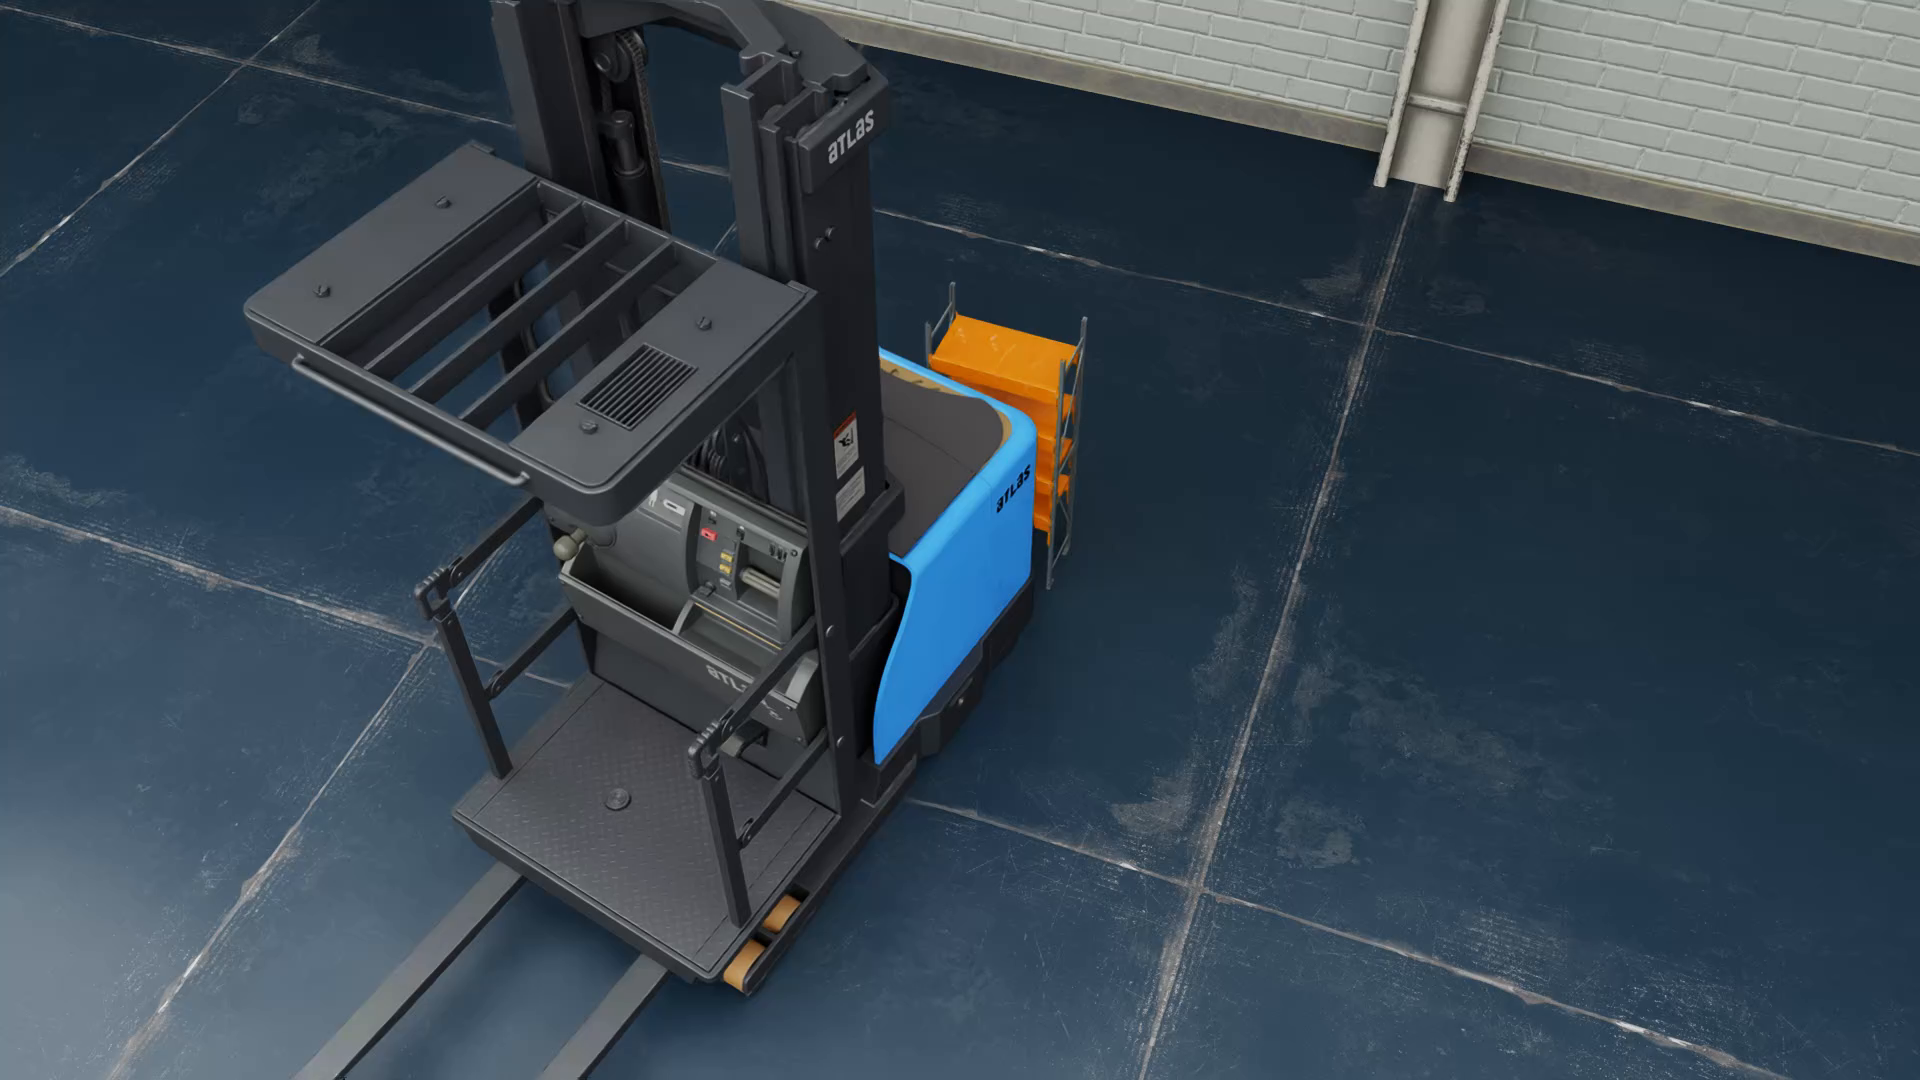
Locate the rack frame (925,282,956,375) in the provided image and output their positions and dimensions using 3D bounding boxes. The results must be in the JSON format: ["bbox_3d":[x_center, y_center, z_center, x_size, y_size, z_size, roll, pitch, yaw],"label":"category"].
[{"bbox_3d":[-0.067,-0.423,6.190,0.015,1.200,0.240,17,51,14],"label":"rack frame"}]

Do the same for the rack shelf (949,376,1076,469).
[{"bbox_3d":[0.159,-0.457,6.011,0.480,0.148,0.258,17,51,14],"label":"rack shelf"}]

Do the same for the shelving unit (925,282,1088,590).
[{"bbox_3d":[0.159,-0.354,6.130,0.503,1.200,0.258,17,51,14],"label":"shelving unit"}]

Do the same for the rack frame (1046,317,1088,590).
[{"bbox_3d":[0.385,-0.285,6.070,0.015,1.200,0.240,17,51,14],"label":"rack frame"}]

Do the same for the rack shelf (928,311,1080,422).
[{"bbox_3d":[0.159,-0.612,5.833,0.480,0.148,0.258,17,51,14],"label":"rack shelf"}]

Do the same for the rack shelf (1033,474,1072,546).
[{"bbox_3d":[0.159,-0.180,6.330,0.480,0.148,0.258,17,51,14],"label":"rack shelf"}]

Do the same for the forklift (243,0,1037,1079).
[{"bbox_3d":[-0.946,0.075,4.612,1.130,2.935,3.031,26,54,21],"label":"forklift"}]

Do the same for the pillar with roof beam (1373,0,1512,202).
[{"bbox_3d":[0.765,-1.687,2.124,0.400,9.000,9.100,16,51,13],"label":"pillar with roof beam"}]

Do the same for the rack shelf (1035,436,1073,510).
[{"bbox_3d":[0.159,-0.310,6.180,0.480,0.148,0.258,17,51,14],"label":"rack shelf"}]
